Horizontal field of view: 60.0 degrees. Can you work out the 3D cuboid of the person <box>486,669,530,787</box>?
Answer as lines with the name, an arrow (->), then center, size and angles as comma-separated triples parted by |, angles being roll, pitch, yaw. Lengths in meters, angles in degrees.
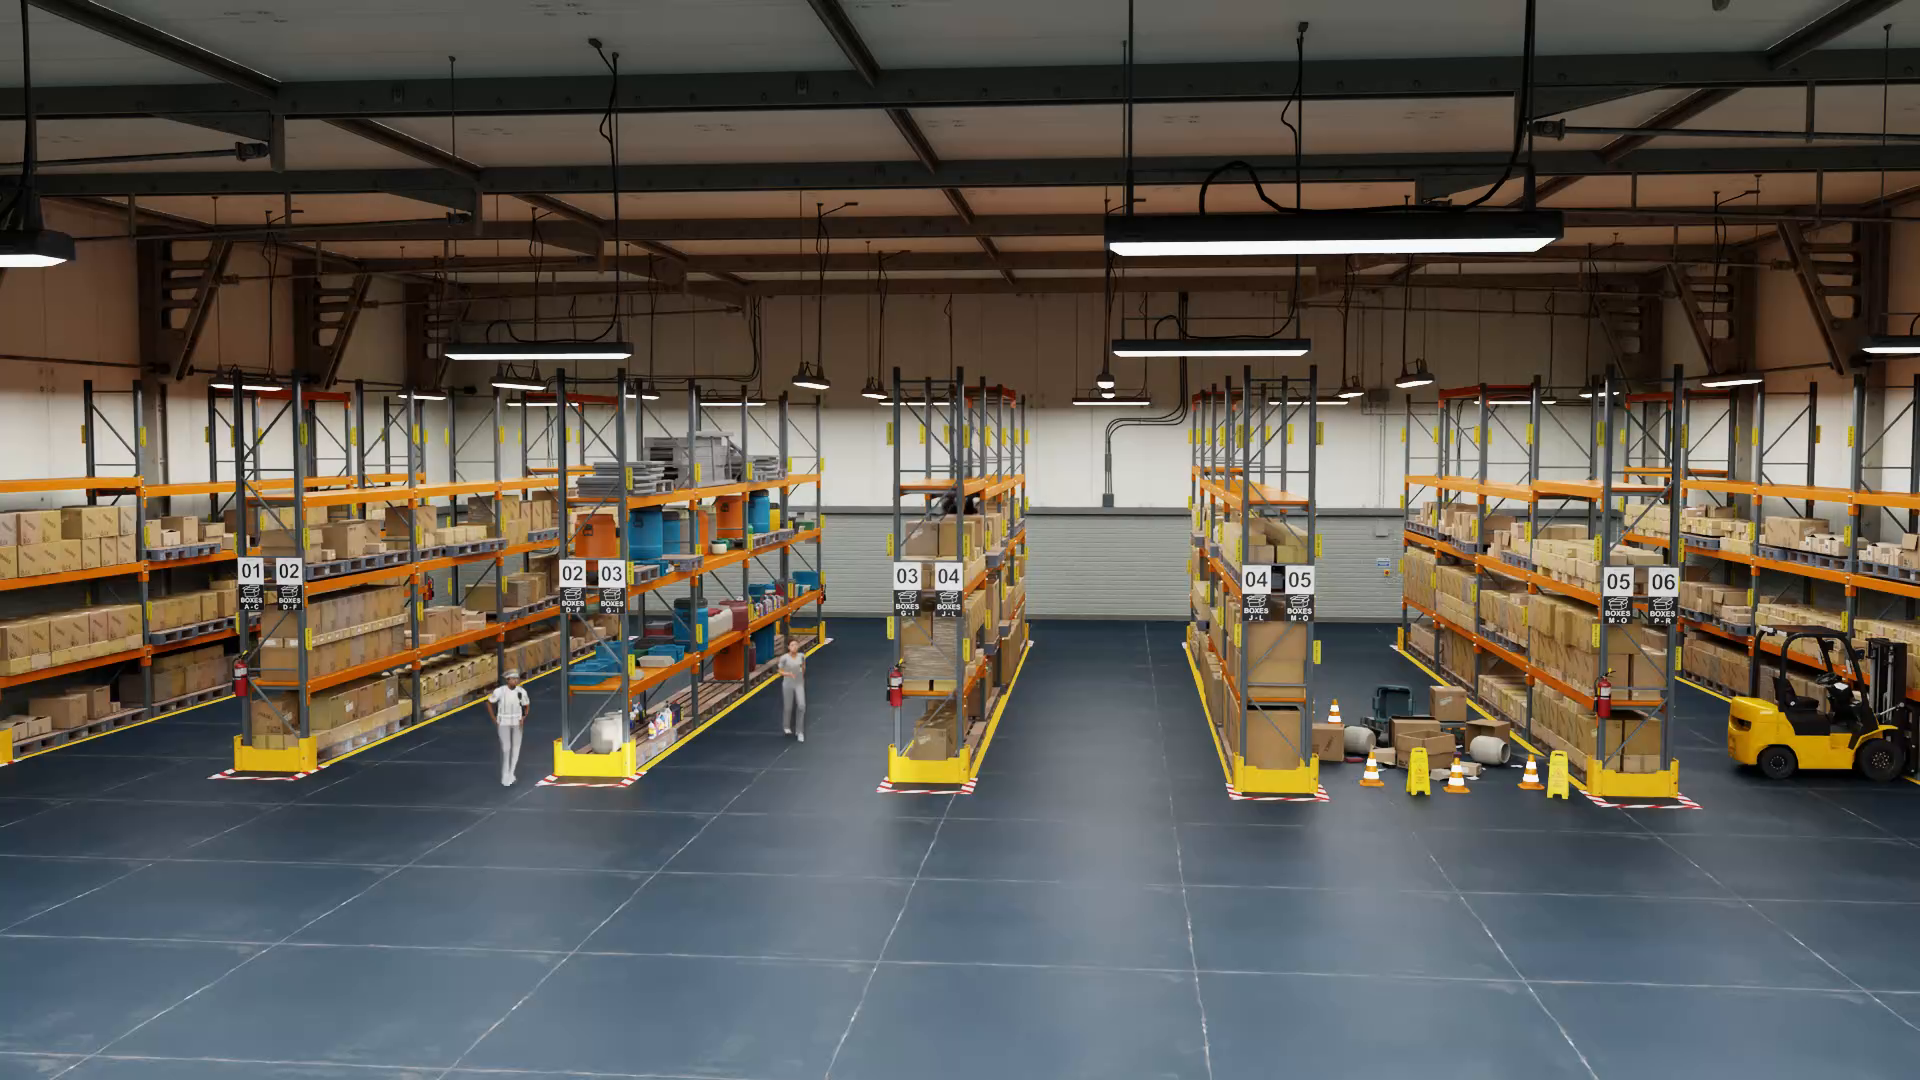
person -> -6.470, 2.686, 23.929 | 0.590, 1.682, 0.628 | -2, 4, -28

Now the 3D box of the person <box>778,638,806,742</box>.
person -> -2.774, 2.463, 27.520 | 0.507, 1.710, 0.809 | -1, 4, -16
